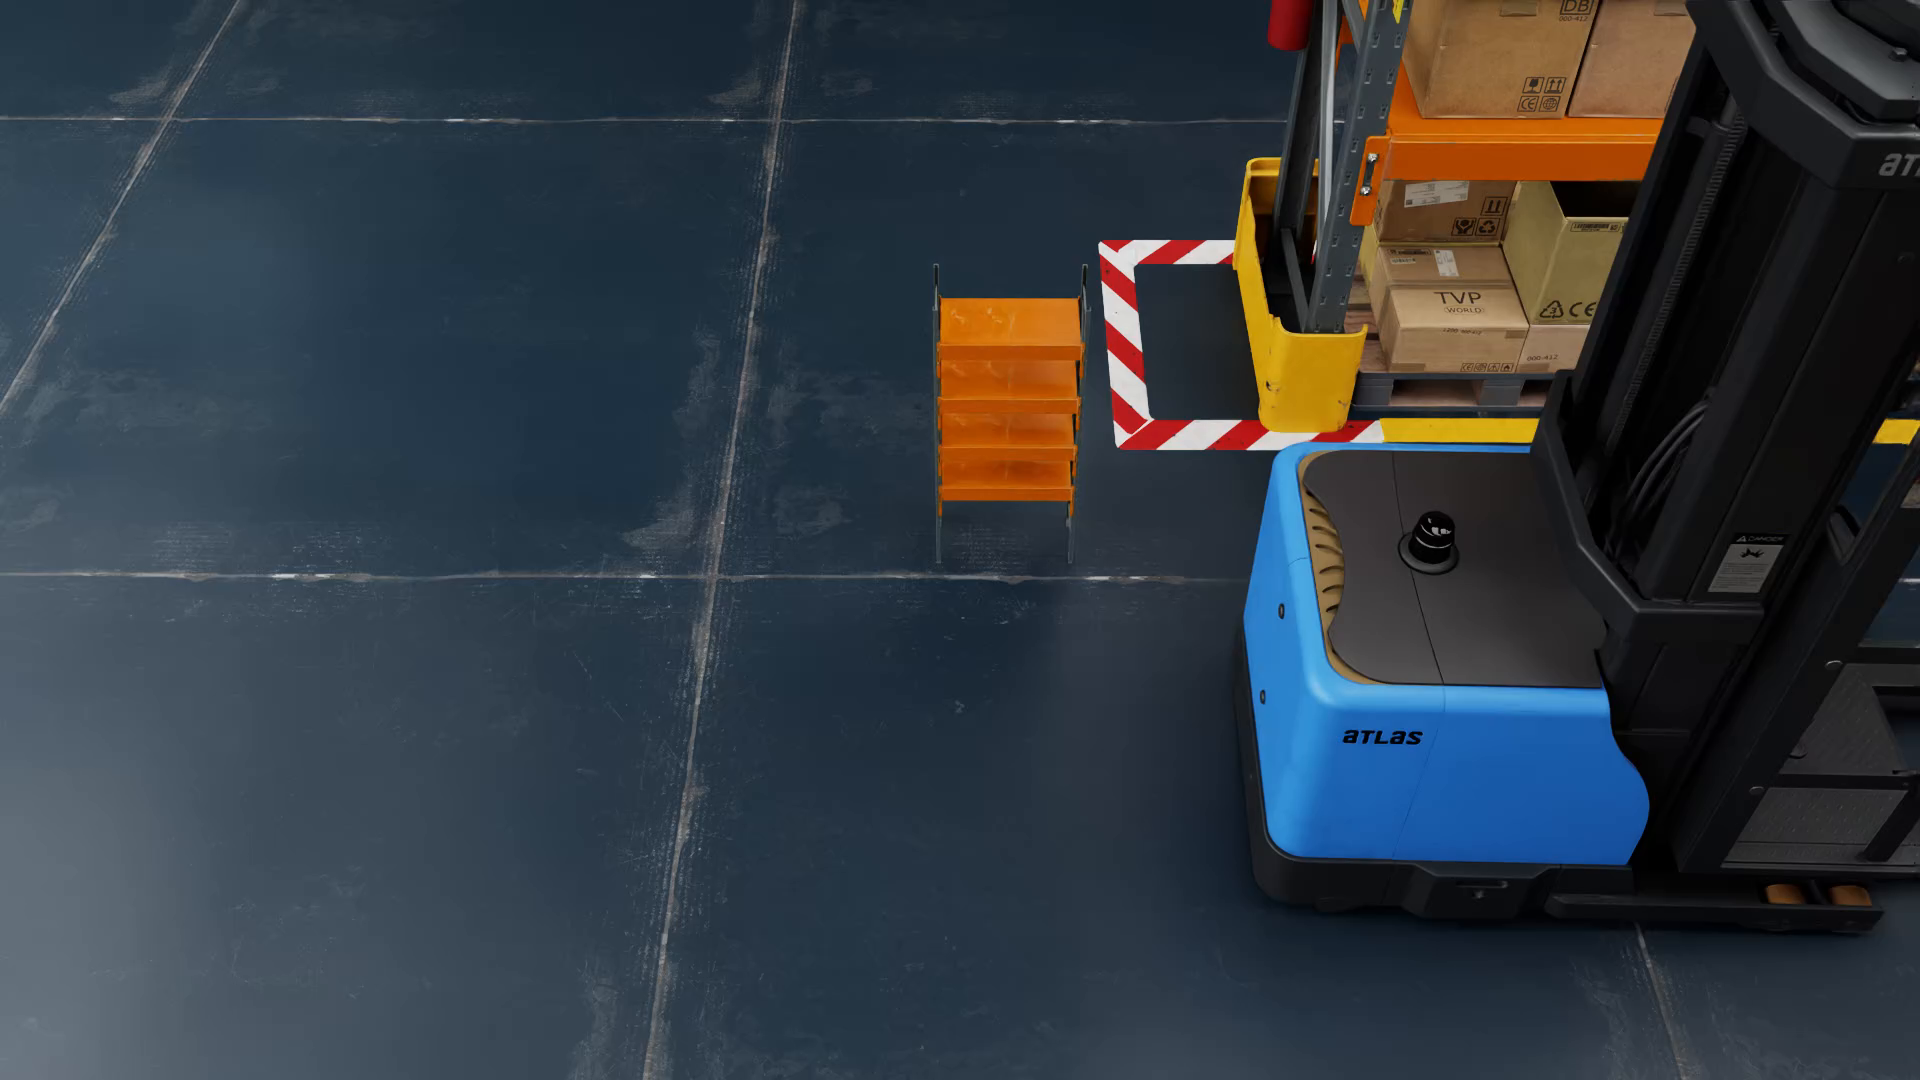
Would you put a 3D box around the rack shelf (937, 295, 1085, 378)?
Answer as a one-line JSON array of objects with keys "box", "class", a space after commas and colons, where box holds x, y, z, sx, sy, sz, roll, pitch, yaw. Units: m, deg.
[{"box": [0.166, -0.676, 5.523, 0.480, 0.148, 0.258, 0, 47, 0], "class": "rack shelf"}]

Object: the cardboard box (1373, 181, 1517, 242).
[{"box": [1.945, -1.559, 6.731, 0.500, 0.500, 0.500, 0, 47, 0], "class": "cardboard box"}]

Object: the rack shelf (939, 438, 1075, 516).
[{"box": [0.166, -0.227, 6.005, 0.480, 0.148, 0.258, 0, 47, 0], "class": "rack shelf"}]

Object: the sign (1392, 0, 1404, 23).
[{"box": [1.399, -1.796, 5.227, 0.005, 0.325, 0.100, 0, 47, 0], "class": "sign"}]

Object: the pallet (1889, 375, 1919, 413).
[{"box": [3.389, -0.954, 6.993, 1.213, 0.211, 1.003, 0, 47, 0], "class": "pallet"}]

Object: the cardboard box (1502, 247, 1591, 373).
[{"box": [2.443, -0.924, 6.652, 0.500, 0.250, 0.500, 0, 47, 0], "class": "cardboard box"}]

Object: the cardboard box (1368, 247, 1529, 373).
[{"box": [1.943, -0.922, 6.651, 0.500, 0.250, 0.500, 0, 47, 0], "class": "cardboard box"}]

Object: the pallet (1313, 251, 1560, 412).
[{"box": [2.172, -0.959, 6.998, 1.213, 0.211, 1.003, 0, 47, 0], "class": "pallet"}]

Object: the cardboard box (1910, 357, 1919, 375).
[{"box": [3.943, -0.916, 6.645, 0.500, 0.250, 0.500, 0, 47, 0], "class": "cardboard box"}]

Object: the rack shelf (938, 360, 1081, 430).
[{"box": [0.166, -0.515, 5.696, 0.480, 0.148, 0.258, 0, 47, 0], "class": "rack shelf"}]

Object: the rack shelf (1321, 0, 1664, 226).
[{"box": [3.407, -1.630, 6.209, 4.000, 0.370, 1.077, 0, 47, 0], "class": "rack shelf"}]

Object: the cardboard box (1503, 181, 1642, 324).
[{"box": [2.443, -1.178, 6.376, 0.500, 0.500, 0.500, 0, 47, 0], "class": "cardboard box"}]

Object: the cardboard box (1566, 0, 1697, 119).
[{"box": [2.399, -1.906, 5.907, 0.500, 0.500, 0.700, 1, 47, 1], "class": "cardboard box"}]

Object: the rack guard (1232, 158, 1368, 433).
[{"box": [1.383, -1.029, 6.866, 0.348, 0.500, 1.175, 0, 47, 0], "class": "rack guard"}]

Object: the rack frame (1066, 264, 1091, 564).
[{"box": [0.410, -0.408, 5.810, 0.015, 1.200, 0.240, 0, 47, 0], "class": "rack frame"}]

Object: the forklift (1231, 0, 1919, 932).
[{"box": [2.441, -0.188, 4.422, 3.031, 2.935, 1.130, 1, 47, 1], "class": "forklift"}]

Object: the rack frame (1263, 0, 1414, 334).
[{"box": [1.407, -1.880, 5.951, 0.127, 3.000, 1.000, 0, 47, 0], "class": "rack frame"}]

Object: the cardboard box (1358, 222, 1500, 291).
[{"box": [1.945, -1.302, 7.004, 0.500, 0.250, 0.500, 0, 47, 0], "class": "cardboard box"}]

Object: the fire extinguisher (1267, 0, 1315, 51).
[{"box": [1.291, -2.194, 6.296, 0.183, 0.674, 0.296, 0, 47, 0], "class": "fire extinguisher"}]

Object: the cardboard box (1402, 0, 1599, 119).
[{"box": [1.874, -1.904, 5.905, 0.500, 0.500, 0.700, 0, 47, 0], "class": "cardboard box"}]

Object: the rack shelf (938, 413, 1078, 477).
[{"box": [0.166, -0.362, 5.860, 0.480, 0.148, 0.258, 0, 47, 0], "class": "rack shelf"}]

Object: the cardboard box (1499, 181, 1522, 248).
[{"box": [2.445, -1.309, 7.011, 0.500, 0.250, 0.500, 0, 47, 0], "class": "cardboard box"}]

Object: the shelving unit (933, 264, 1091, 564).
[{"box": [0.166, -0.408, 5.810, 0.503, 1.200, 0.258, 0, 47, 0], "class": "shelving unit"}]

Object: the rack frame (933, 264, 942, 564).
[{"box": [-0.078, -0.409, 5.811, 0.015, 1.200, 0.240, 0, 47, 0], "class": "rack frame"}]
